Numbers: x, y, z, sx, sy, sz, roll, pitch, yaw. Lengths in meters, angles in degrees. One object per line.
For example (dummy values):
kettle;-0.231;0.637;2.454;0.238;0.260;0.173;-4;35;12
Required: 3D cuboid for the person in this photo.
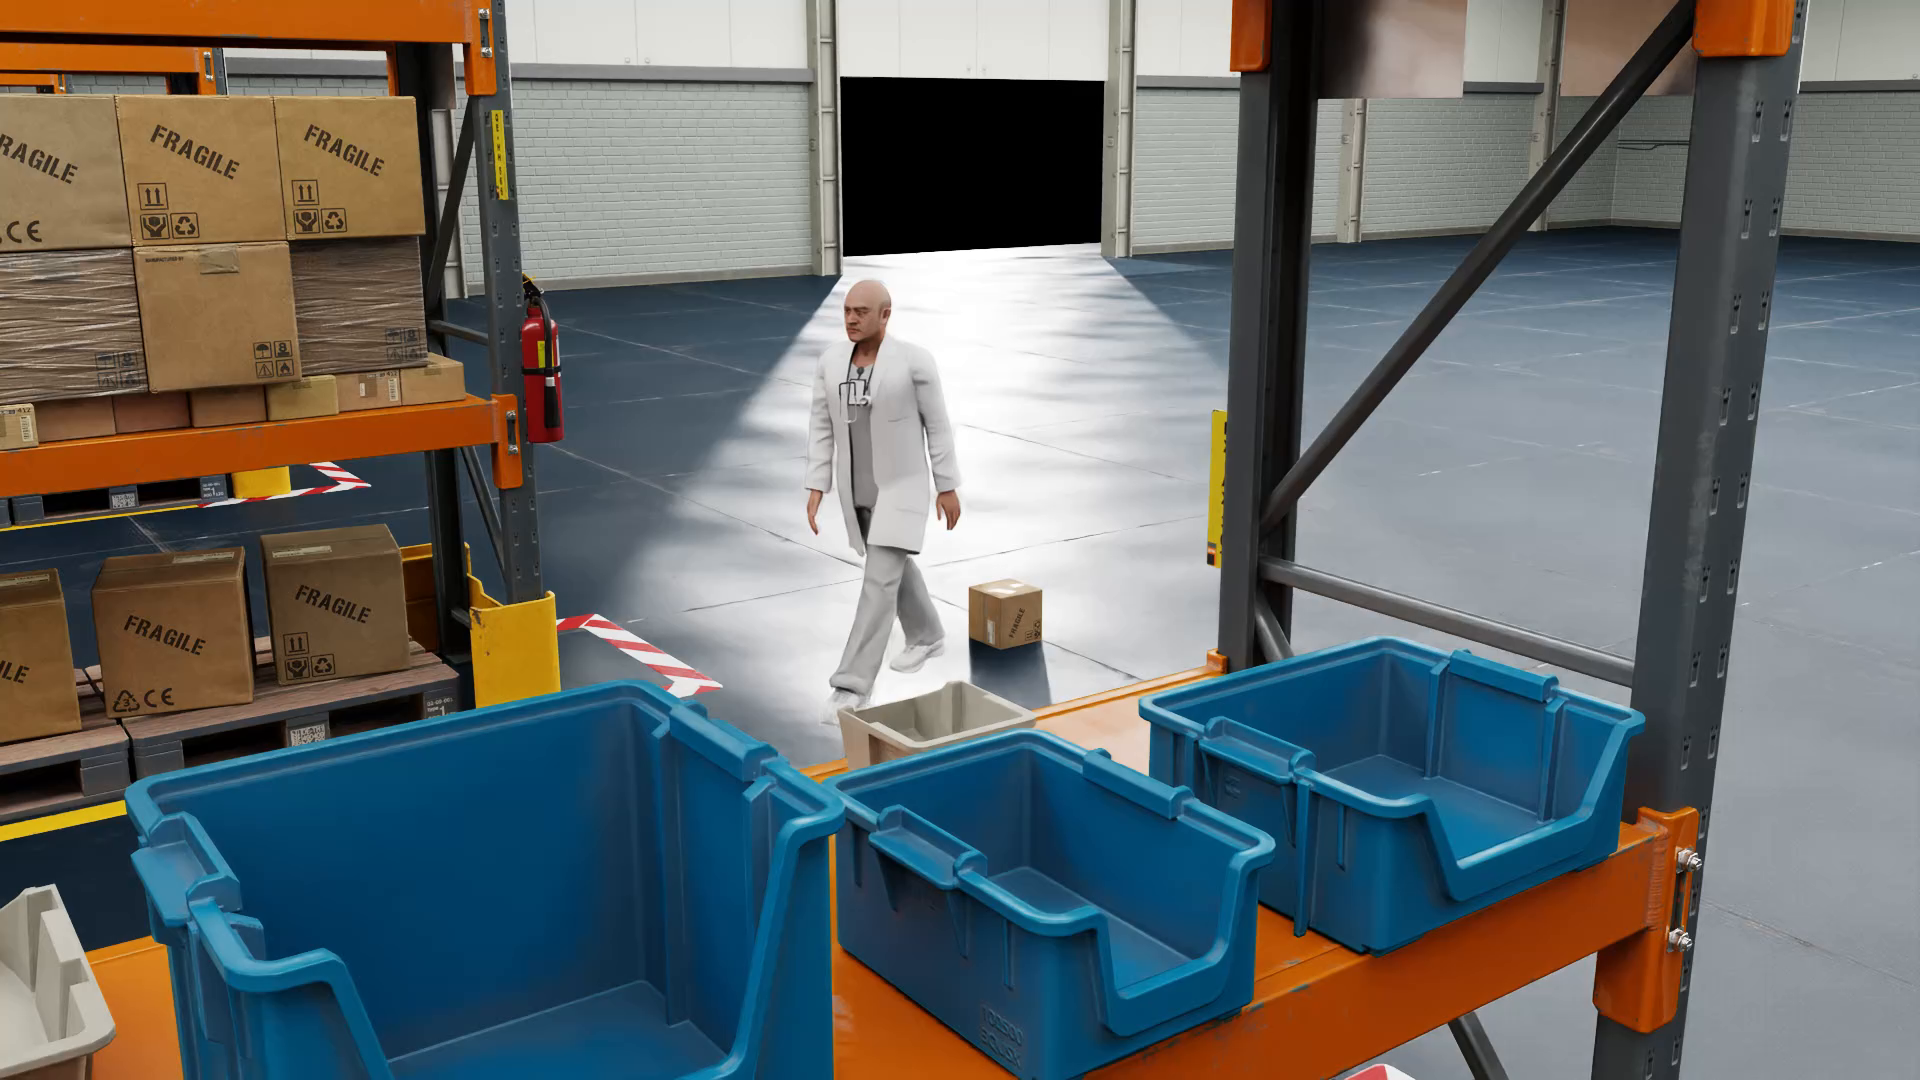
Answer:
person;-0.364;-0.190;6.787;0.607;1.693;1.099;9;17;31
